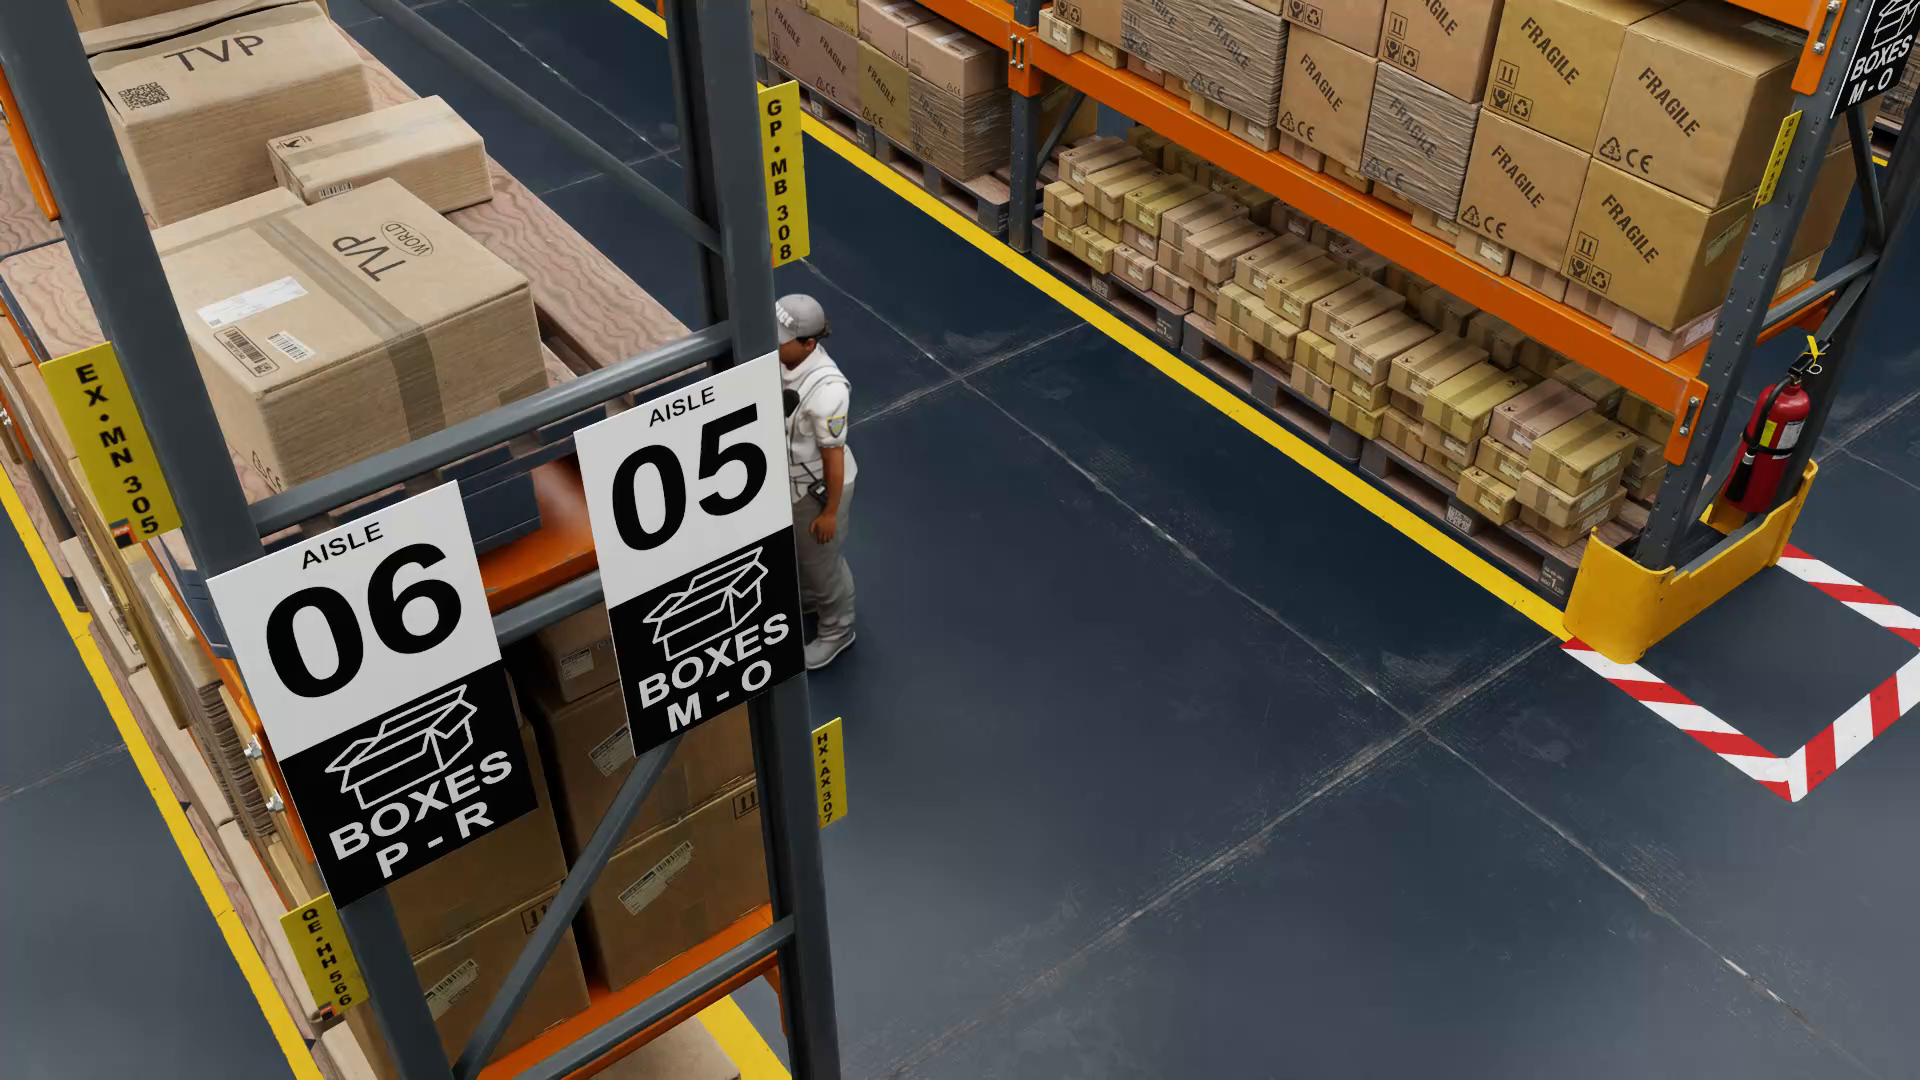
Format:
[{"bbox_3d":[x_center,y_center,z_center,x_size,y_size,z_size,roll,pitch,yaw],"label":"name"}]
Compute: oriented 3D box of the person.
[{"bbox_3d":[-0.621,-0.220,6.417,0.388,1.678,0.511,-26,47,-28],"label":"person"}]
